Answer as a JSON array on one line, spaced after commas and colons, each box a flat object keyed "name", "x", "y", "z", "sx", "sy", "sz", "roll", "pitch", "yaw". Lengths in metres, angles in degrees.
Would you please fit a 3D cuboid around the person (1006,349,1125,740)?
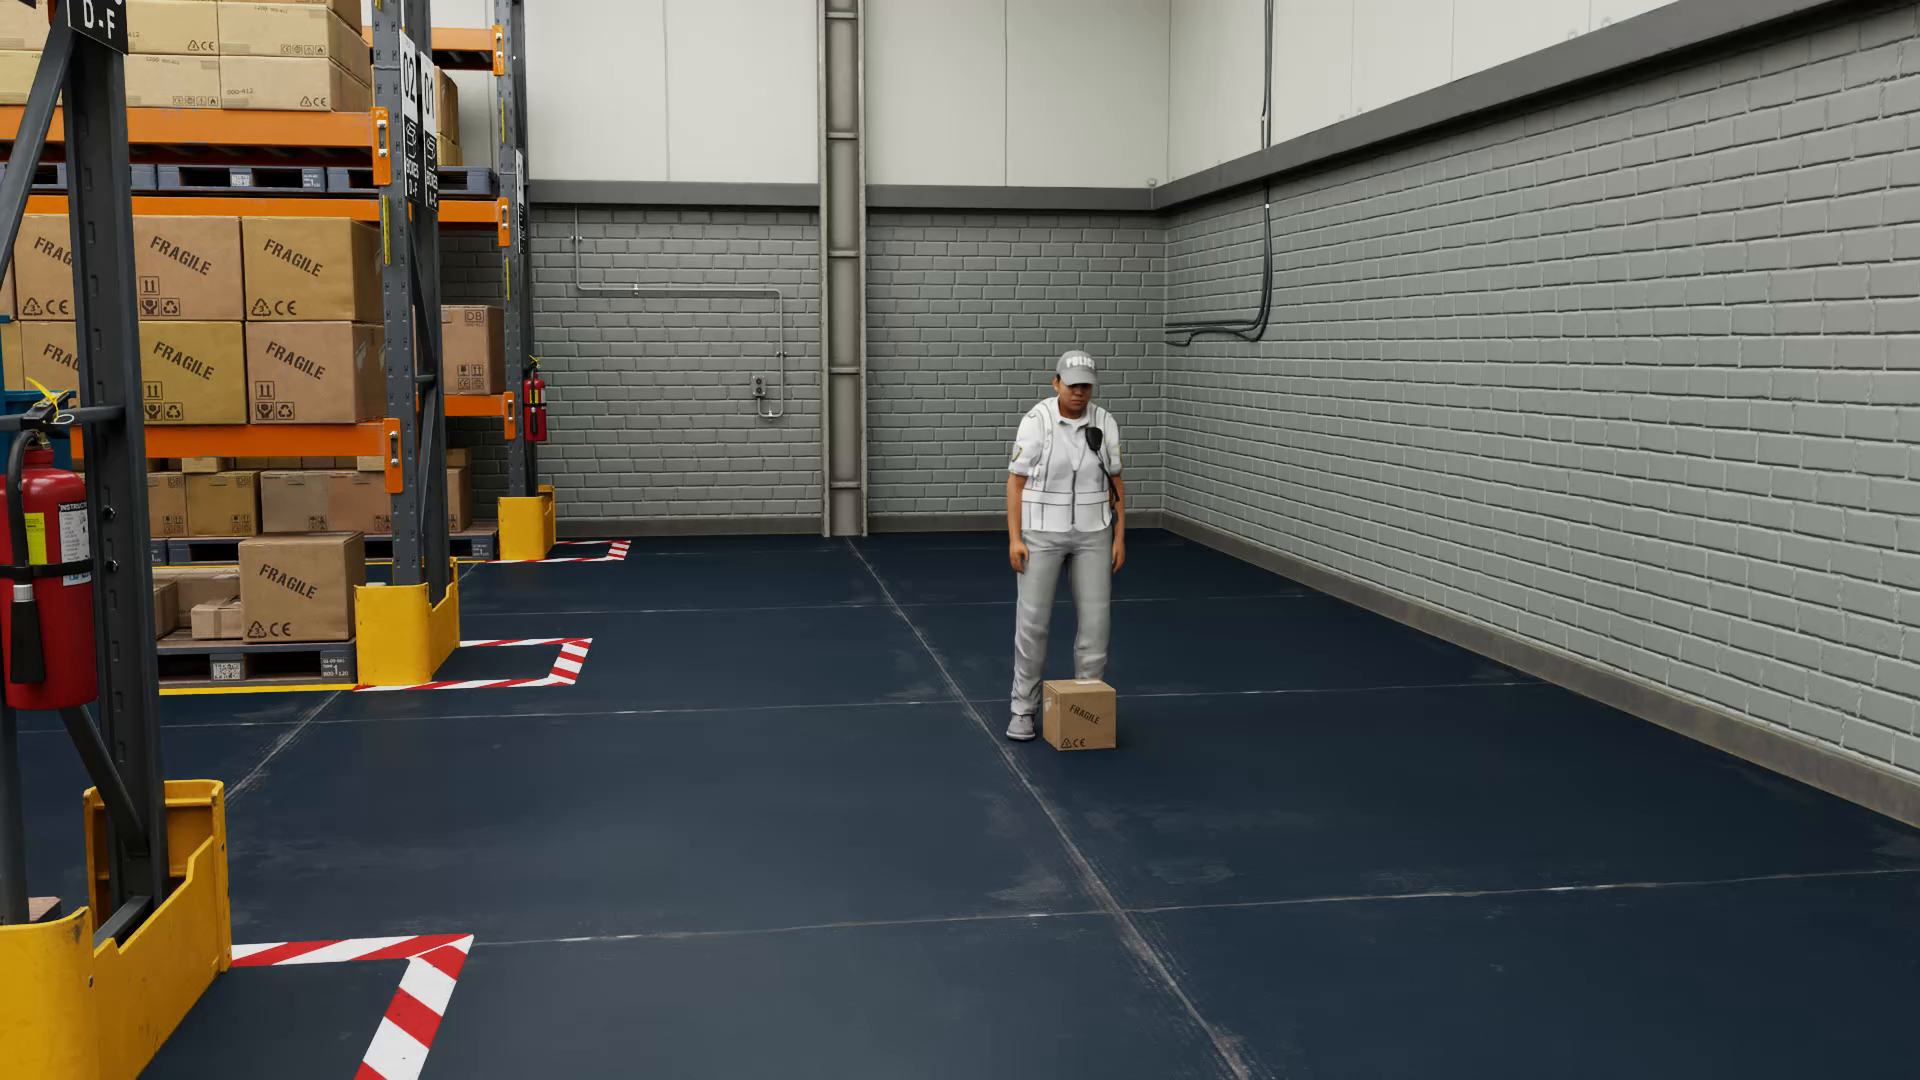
[{"name": "person", "x": 0.458, "y": 0.014, "z": 7.195, "sx": 0.542, "sy": 1.666, "sz": 0.469, "roll": -1, "pitch": 7, "yaw": -9}]
